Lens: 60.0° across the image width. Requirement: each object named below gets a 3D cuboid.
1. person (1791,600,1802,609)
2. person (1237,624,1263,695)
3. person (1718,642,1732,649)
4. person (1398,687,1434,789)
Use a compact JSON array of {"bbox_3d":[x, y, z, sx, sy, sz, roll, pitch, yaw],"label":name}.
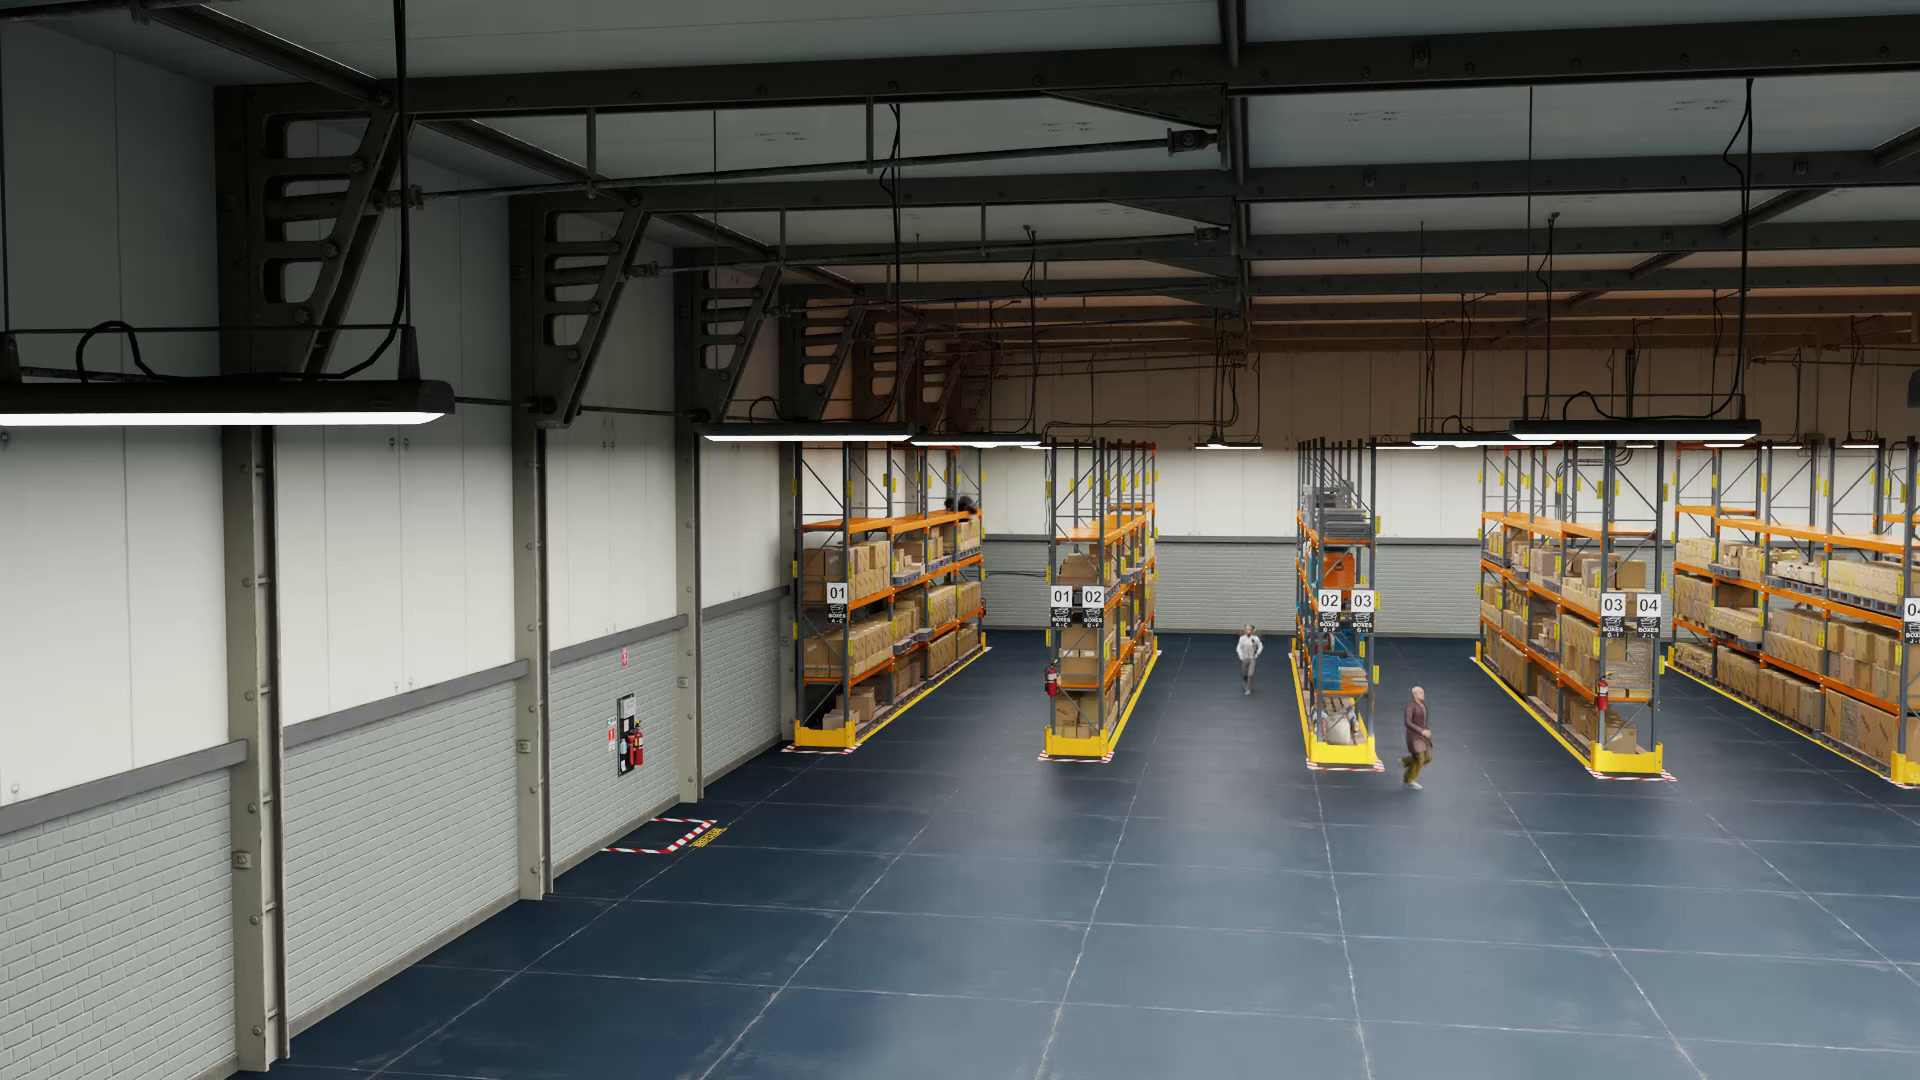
[{"bbox_3d":[22.892,2.457,45.366,0.669,1.747,0.688,1,3,17],"label":"person"},{"bbox_3d":[6.883,2.815,39.452,0.618,1.678,0.600,1,3,18],"label":"person"},{"bbox_3d":[20.893,2.556,45.256,0.683,1.591,0.539,-2,4,-36],"label":"person"},{"bbox_3d":[7.791,3.361,28.354,0.701,1.741,0.747,3,4,42],"label":"person"}]
